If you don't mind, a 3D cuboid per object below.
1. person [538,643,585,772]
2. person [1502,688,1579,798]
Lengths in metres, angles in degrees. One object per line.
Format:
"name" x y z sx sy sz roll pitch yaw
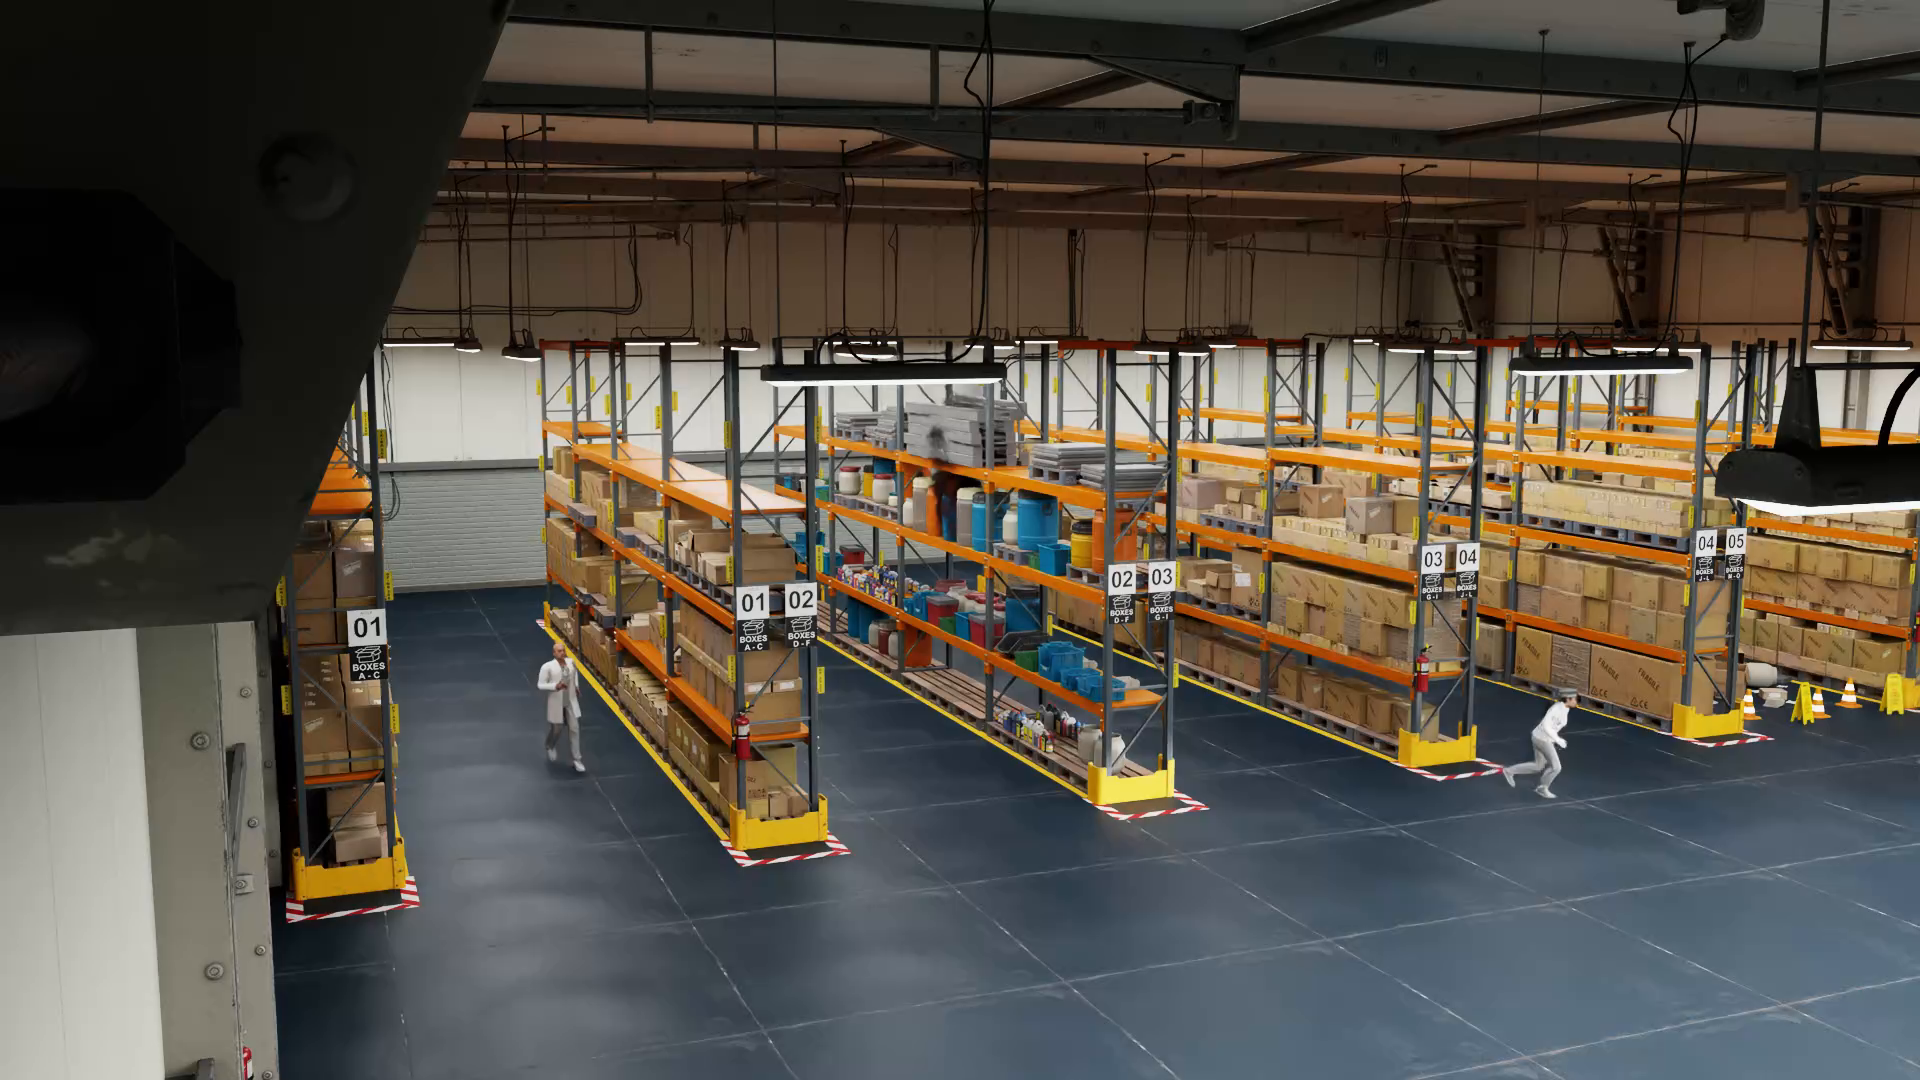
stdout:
"person" -5.668 2.346 23.674 0.701 1.784 1.034 -6 9 -36
"person" 7.782 2.710 22.324 0.933 1.539 0.605 3 8 25
